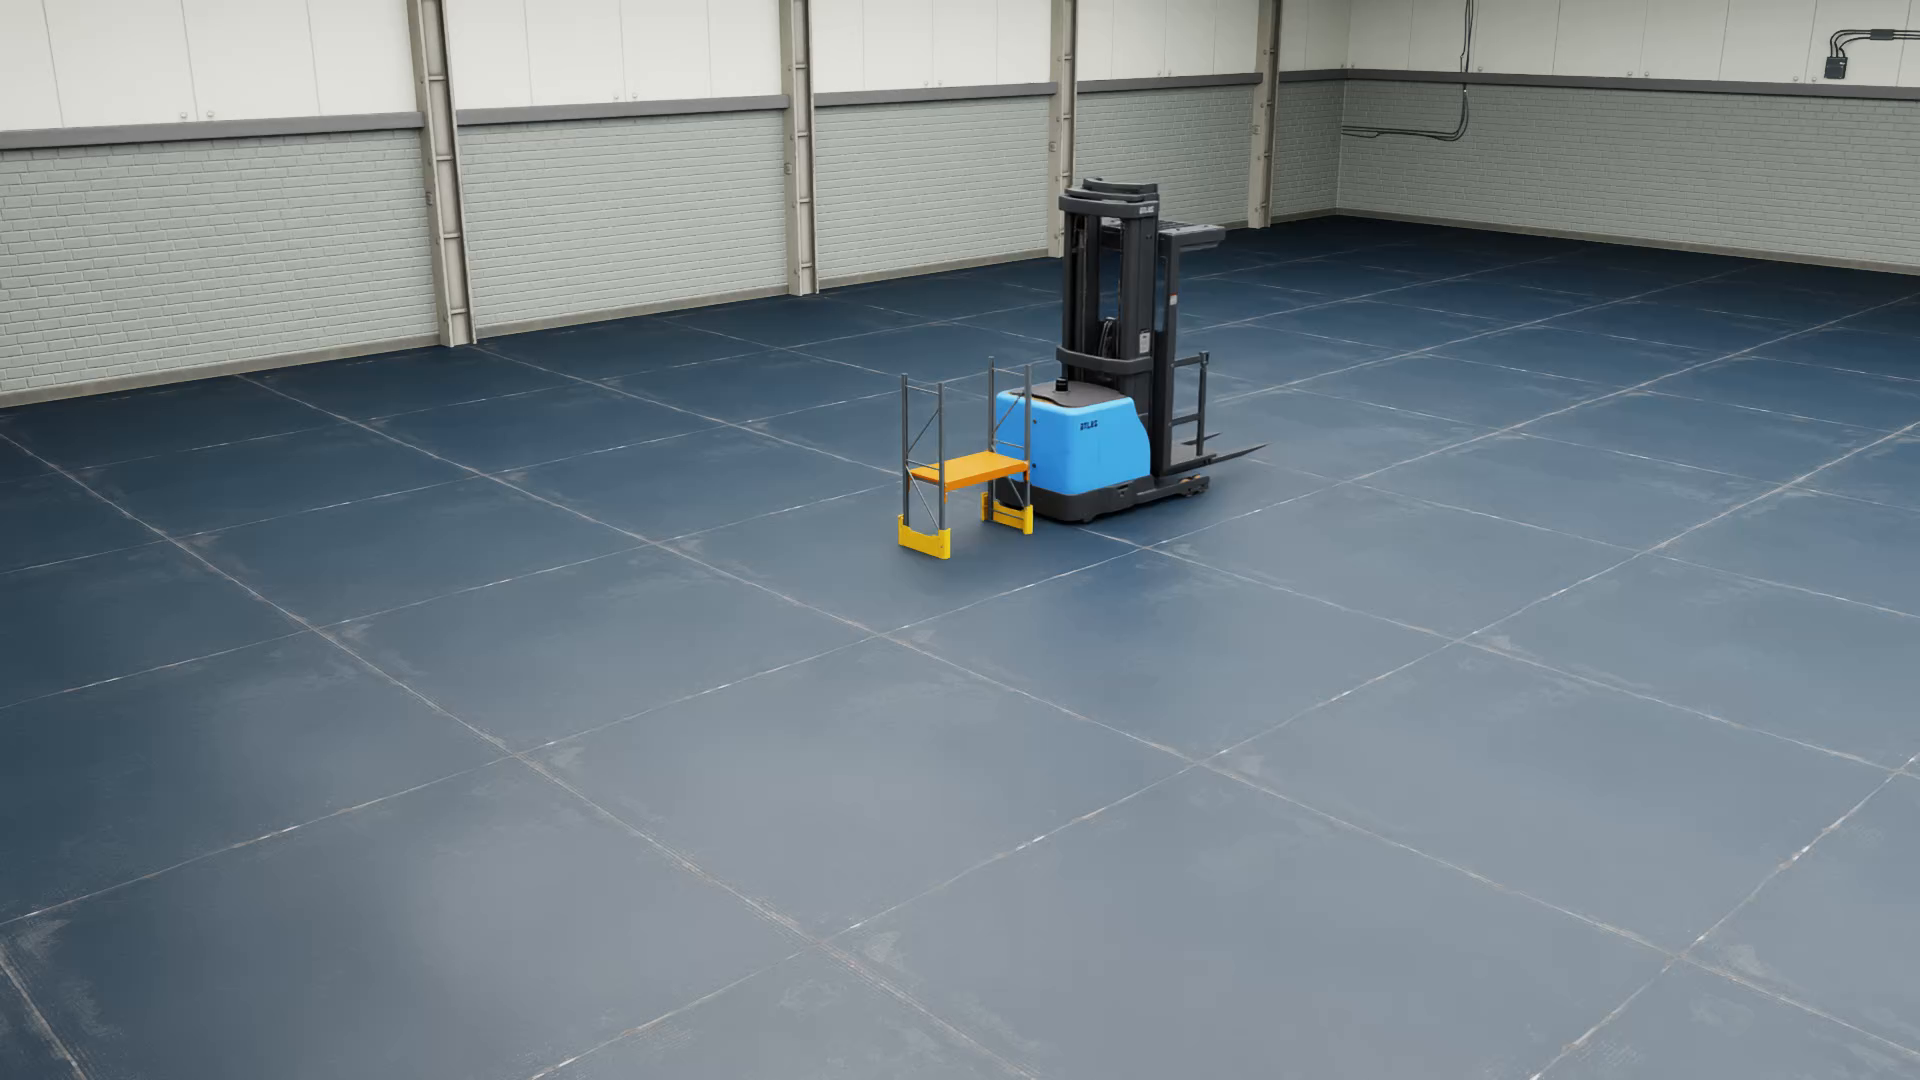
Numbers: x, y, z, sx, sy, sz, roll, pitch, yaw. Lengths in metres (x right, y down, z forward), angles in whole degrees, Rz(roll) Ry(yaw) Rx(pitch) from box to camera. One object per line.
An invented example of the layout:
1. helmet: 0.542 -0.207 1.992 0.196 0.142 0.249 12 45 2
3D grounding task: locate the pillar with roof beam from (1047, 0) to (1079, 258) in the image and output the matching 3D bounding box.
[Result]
1. pillar with roof beam: 4.803 -8.550 26.265 0.400 9.000 9.100 -16 24 -41

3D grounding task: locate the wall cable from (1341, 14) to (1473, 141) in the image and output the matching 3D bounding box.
1. wall cable: 9.254 -9.637 34.652 0.112 2.526 3.097 -16 24 -41

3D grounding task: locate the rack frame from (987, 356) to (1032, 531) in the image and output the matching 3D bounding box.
1. rack frame: 0.431 -0.839 14.641 0.032 1.500 0.500 -16 24 -41

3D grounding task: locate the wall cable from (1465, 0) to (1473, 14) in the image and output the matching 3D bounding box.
1. wall cable: 11.112 -11.433 32.004 0.112 2.526 3.097 -16 24 -41

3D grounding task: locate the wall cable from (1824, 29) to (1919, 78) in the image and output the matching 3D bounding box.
1. wall cable: 15.765 -10.601 27.077 0.169 6.003 2.305 -16 24 -41

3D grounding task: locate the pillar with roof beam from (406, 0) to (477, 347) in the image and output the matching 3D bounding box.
1. pillar with roof beam: -3.917 -6.007 18.423 0.400 9.000 9.100 -16 24 -41

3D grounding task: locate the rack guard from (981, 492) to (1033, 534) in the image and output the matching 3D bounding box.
1. rack guard: 0.417 -0.241 14.821 0.087 0.250 0.587 -16 24 -41

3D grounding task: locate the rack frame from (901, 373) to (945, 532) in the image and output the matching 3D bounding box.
1. rack frame: -0.307 -0.624 13.977 0.032 1.500 0.500 -16 24 -41

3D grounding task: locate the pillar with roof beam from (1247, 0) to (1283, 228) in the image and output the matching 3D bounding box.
1. pillar with roof beam: 9.162 -9.822 30.187 0.400 9.000 9.100 -16 24 -41

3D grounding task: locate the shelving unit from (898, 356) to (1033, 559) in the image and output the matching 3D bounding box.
1. shelving unit: 0.055 -0.730 14.303 1.083 1.500 0.587 -16 24 -41

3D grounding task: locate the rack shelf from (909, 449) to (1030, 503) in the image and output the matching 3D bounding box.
1. rack shelf: 0.062 -0.560 14.365 1.000 0.185 0.538 -16 24 -41

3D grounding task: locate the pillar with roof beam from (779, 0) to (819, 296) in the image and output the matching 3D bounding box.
1. pillar with roof beam: 0.443 -7.279 22.344 0.400 9.000 9.100 -16 24 -41

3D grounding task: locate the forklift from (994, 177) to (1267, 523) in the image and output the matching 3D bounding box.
1. forklift: 1.747 -1.912 15.629 3.031 2.935 1.130 -16 24 -40

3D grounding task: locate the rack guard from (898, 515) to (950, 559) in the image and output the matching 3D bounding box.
1. rack guard: -0.306 -0.030 14.170 0.087 0.250 0.587 -16 24 -41
